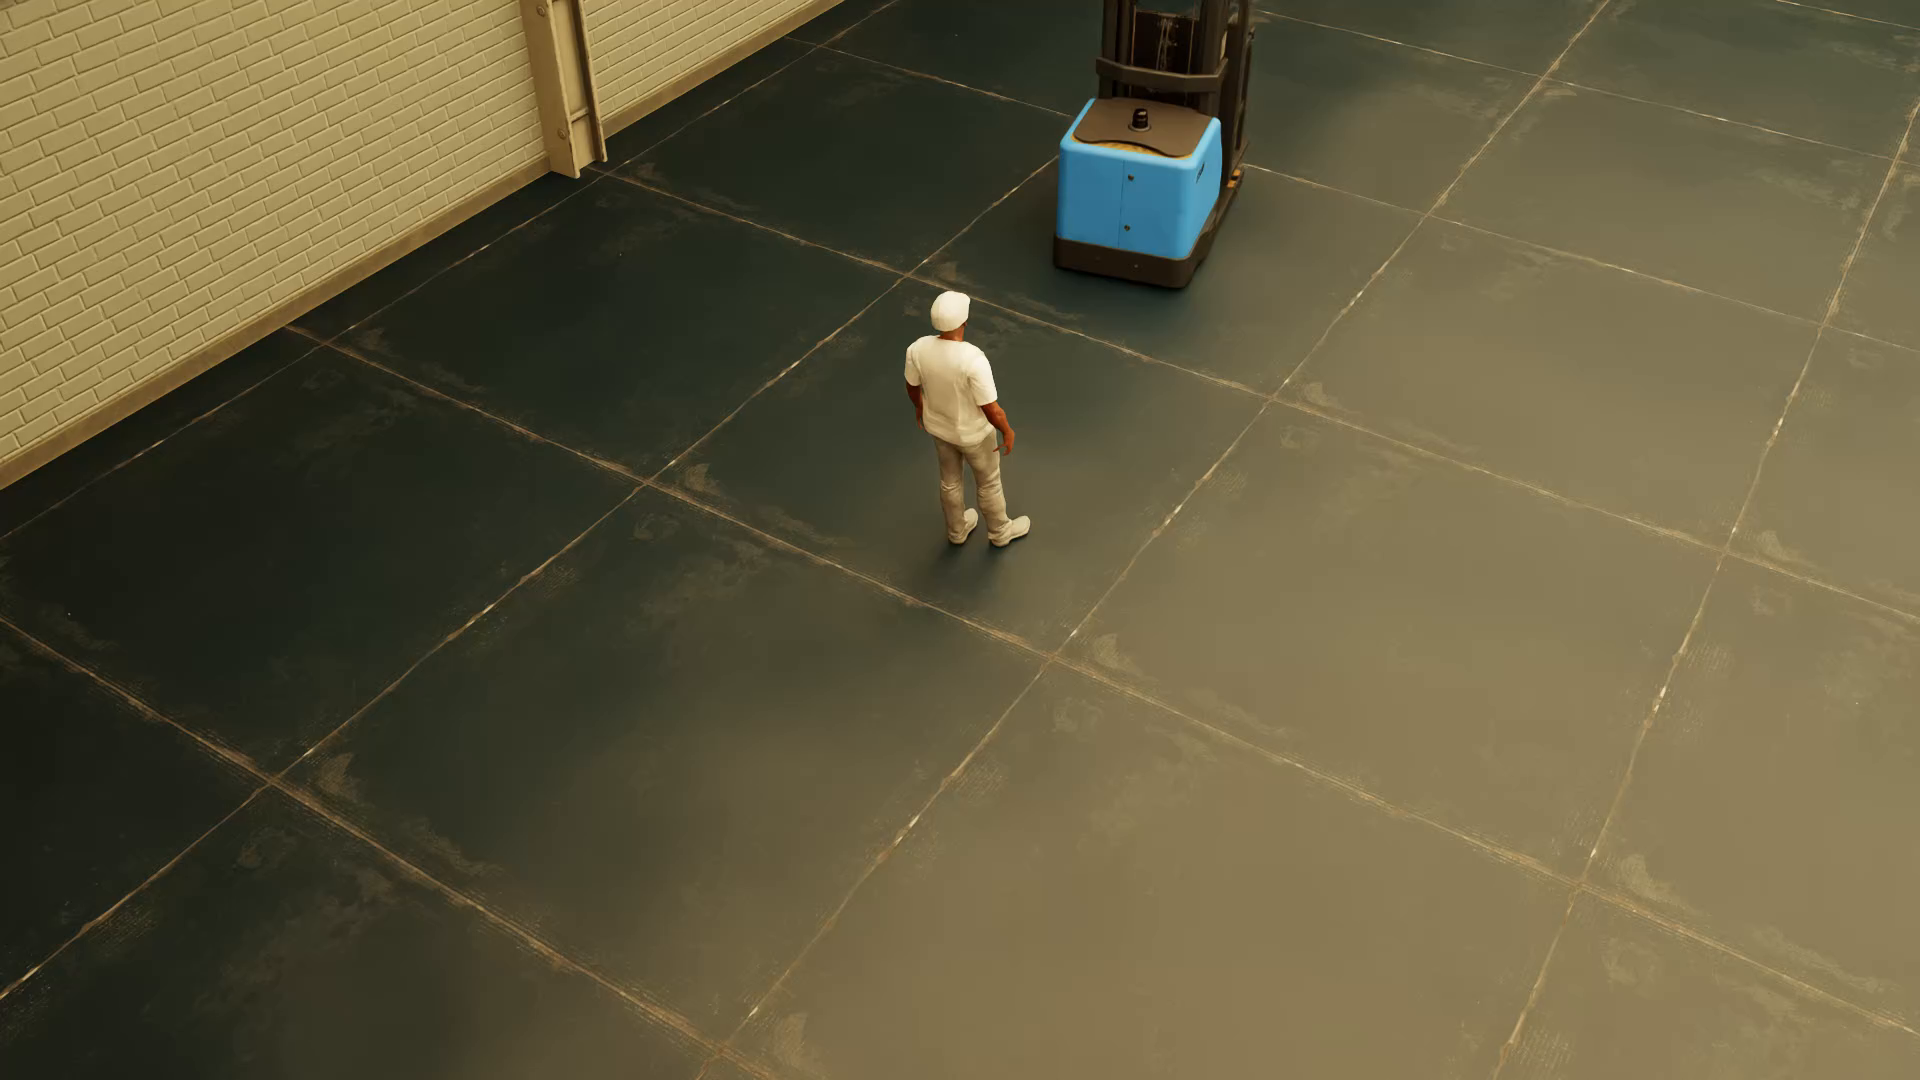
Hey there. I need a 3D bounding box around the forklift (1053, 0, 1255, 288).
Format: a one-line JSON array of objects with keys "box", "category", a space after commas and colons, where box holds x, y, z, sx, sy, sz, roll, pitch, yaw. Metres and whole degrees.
[{"box": [1.688, -3.948, 12.626, 1.130, 2.935, 3.031, 13, 42, 15], "category": "forklift"}]

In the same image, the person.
[{"box": [0.042, -0.715, 9.700, 0.665, 1.765, 0.577, 22, 45, 24], "category": "person"}]
